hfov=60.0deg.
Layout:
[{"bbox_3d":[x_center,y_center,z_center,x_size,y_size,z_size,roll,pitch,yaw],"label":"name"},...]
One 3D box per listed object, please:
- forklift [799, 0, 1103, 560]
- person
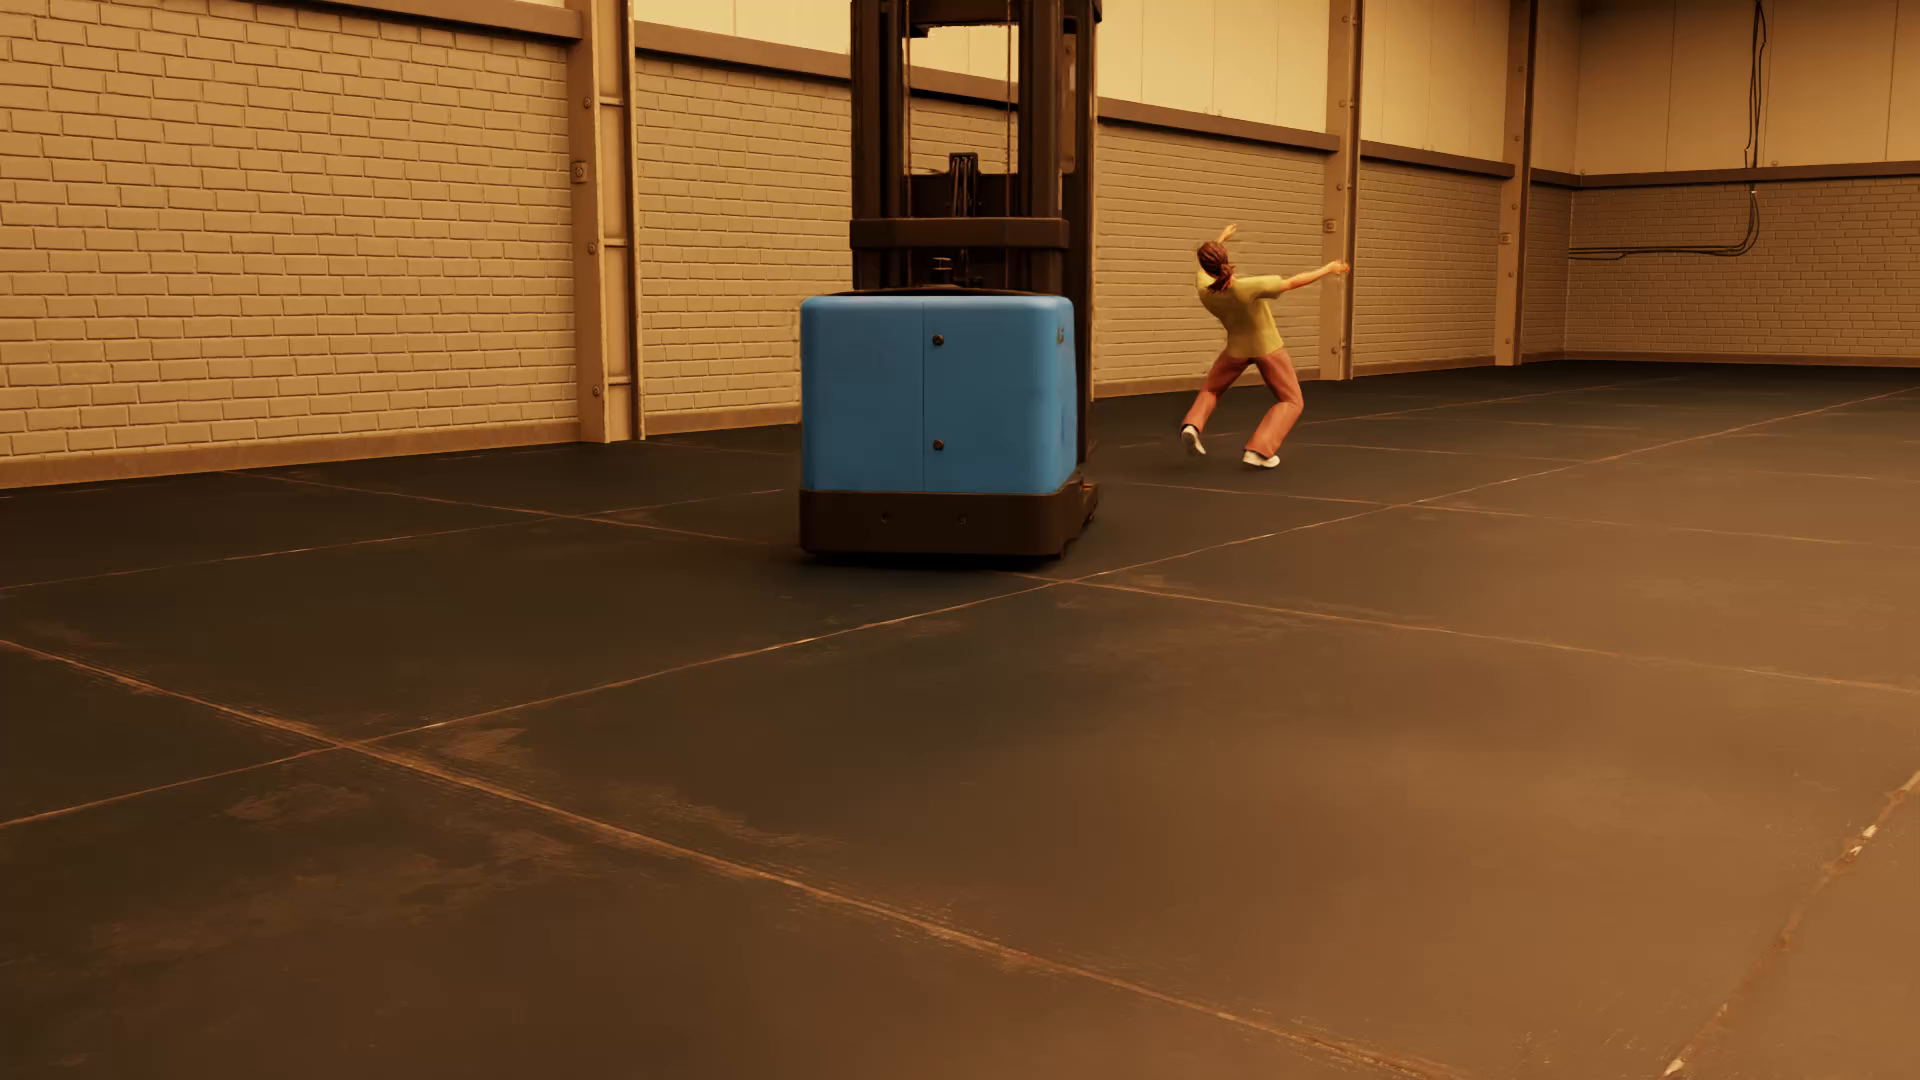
[{"bbox_3d":[0.086,-1.543,7.827,1.130,2.935,3.031,1,8,9],"label":"forklift"},{"bbox_3d":[1.873,-1.210,10.342,0.986,1.525,0.640,4,9,28],"label":"person"}]
